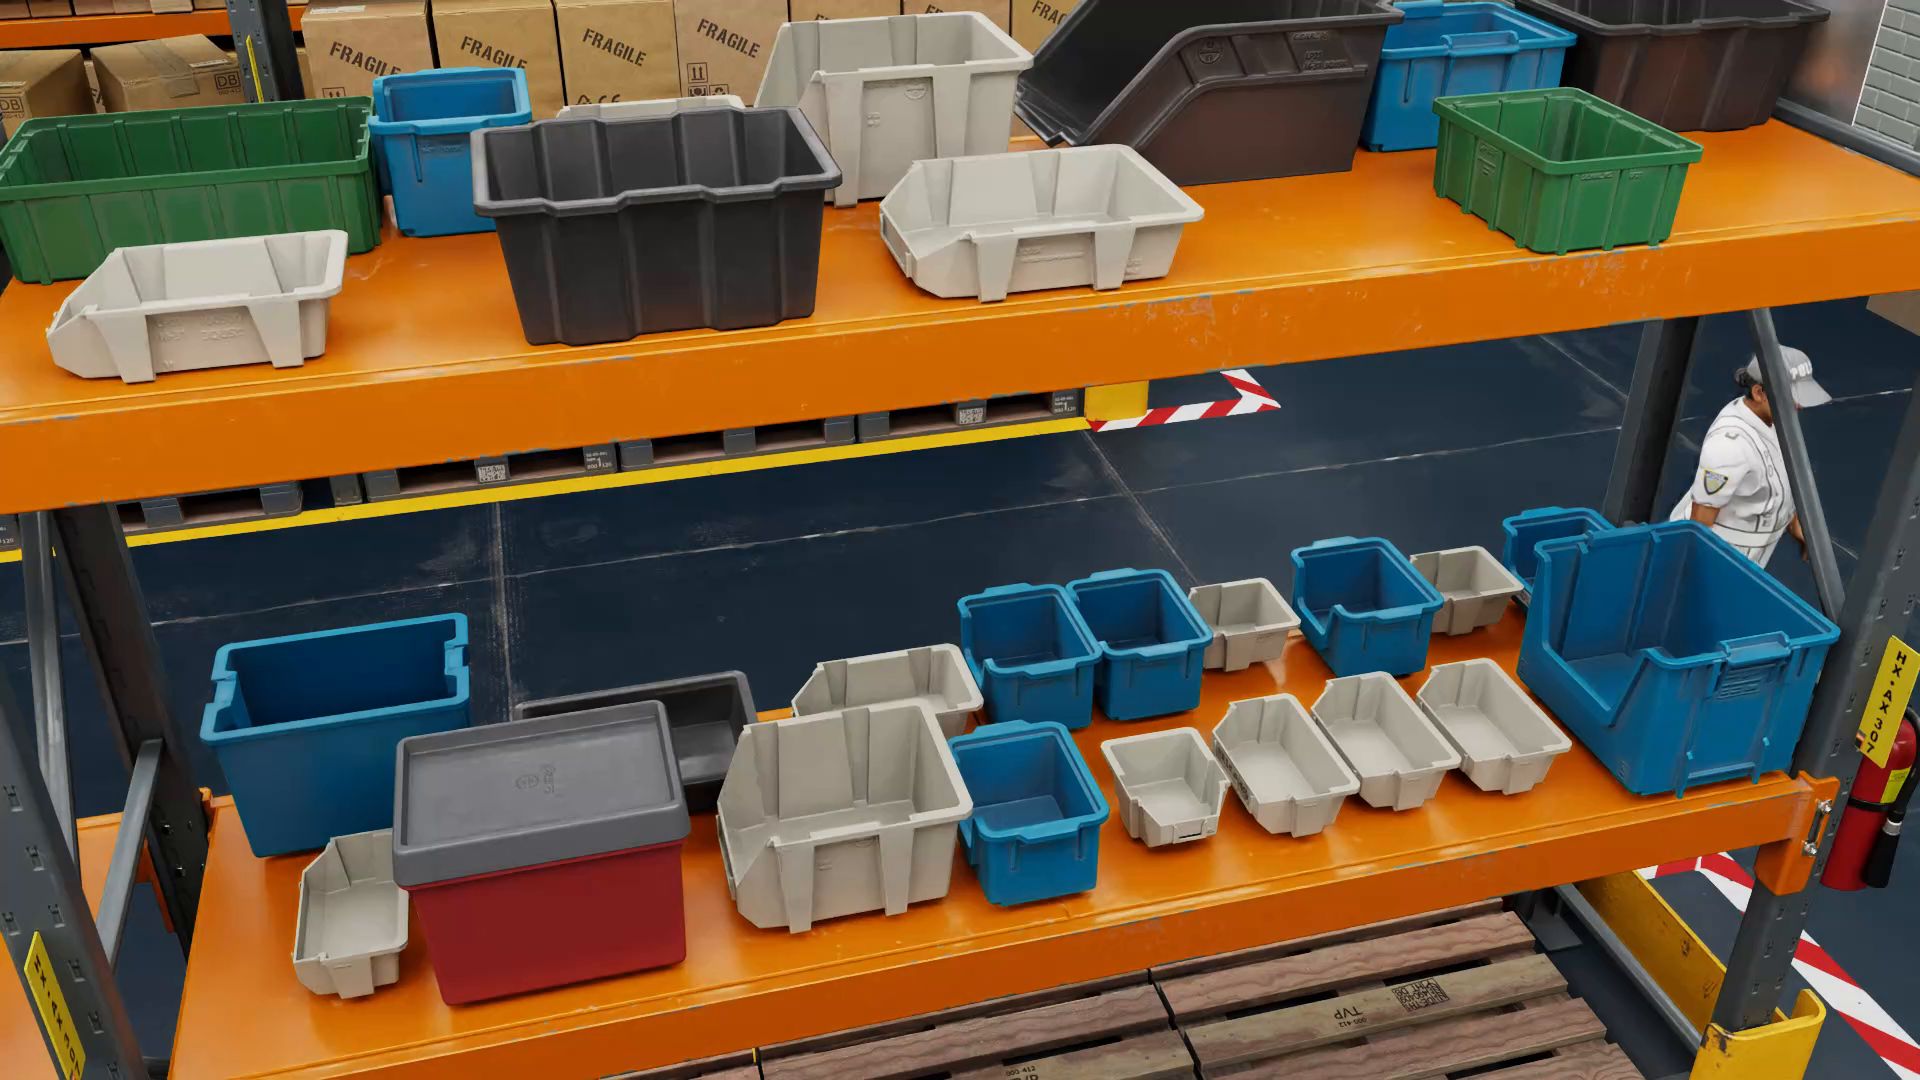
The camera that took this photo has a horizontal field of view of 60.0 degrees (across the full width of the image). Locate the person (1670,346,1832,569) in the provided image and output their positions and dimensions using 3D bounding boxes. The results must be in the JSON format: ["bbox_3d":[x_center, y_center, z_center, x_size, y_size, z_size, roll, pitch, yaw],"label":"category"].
[{"bbox_3d":[2.791,0.081,6.037,0.556,1.731,0.553,20,36,30],"label":"person"}]
